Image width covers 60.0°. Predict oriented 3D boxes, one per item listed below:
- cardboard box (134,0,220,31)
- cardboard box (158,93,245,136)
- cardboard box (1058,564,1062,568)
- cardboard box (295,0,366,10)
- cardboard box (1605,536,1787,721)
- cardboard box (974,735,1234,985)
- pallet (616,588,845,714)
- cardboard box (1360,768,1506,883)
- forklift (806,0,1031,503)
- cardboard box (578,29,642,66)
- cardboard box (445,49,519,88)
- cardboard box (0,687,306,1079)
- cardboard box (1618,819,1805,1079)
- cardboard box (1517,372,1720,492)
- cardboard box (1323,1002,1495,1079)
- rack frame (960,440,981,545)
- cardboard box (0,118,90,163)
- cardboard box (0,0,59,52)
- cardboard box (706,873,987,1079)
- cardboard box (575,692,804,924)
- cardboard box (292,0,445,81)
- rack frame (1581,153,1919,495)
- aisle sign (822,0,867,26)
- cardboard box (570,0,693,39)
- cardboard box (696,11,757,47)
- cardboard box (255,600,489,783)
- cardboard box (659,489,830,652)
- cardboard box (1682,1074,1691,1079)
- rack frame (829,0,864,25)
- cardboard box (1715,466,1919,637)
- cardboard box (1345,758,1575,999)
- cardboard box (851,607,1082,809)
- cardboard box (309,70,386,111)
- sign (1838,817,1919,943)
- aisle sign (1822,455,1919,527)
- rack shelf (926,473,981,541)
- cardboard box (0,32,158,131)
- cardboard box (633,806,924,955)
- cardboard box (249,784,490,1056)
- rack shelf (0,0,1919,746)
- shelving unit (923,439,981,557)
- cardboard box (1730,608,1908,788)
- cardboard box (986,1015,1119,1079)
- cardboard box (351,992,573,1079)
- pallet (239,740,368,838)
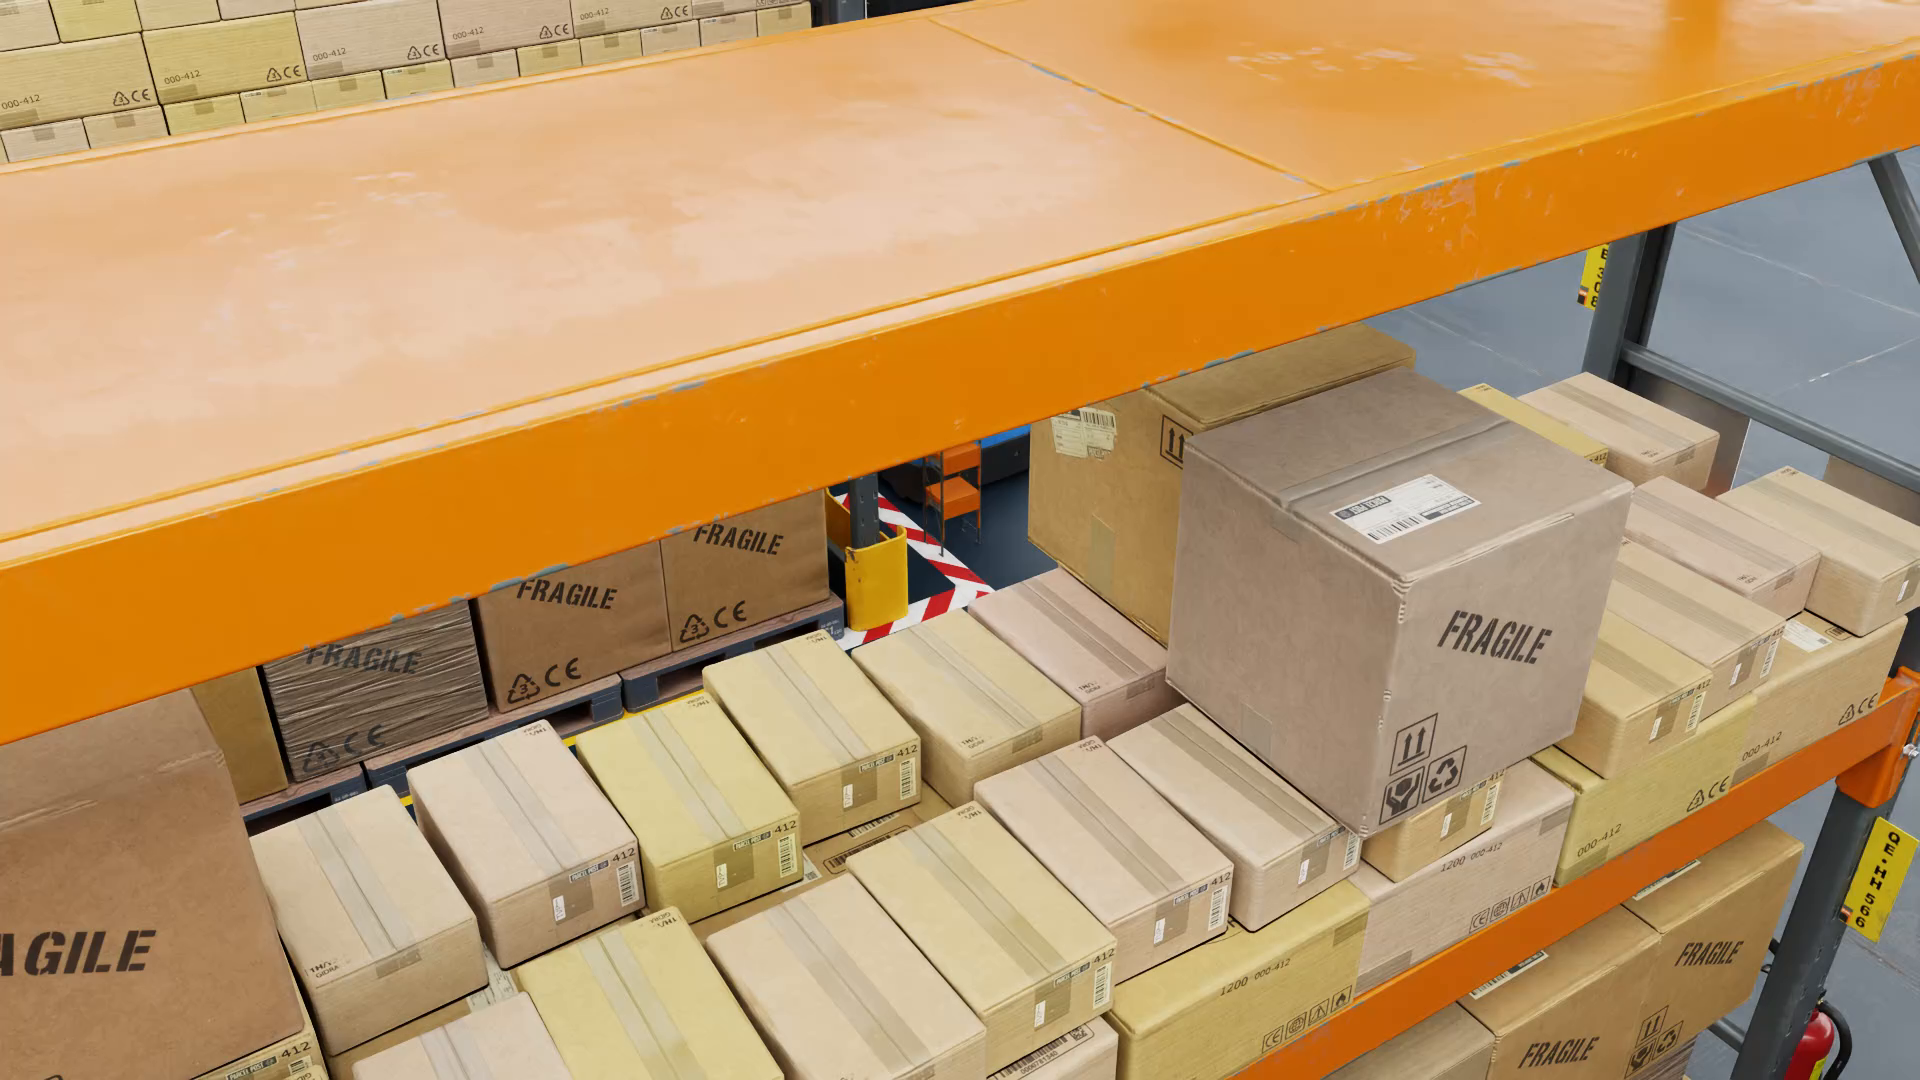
[{"bbox_3d":[-2.745,-1.895,5.754,0.250,0.149,0.380,-19,37,-27],"label":"cardboard box"},{"bbox_3d":[-2.747,-1.557,5.966,0.250,0.149,0.380,-20,37,-28],"label":"cardboard box"},{"bbox_3d":[0.405,0.133,3.305,0.250,0.149,0.380,-21,38,-29],"label":"cardboard box"},{"bbox_3d":[-2.323,-2.039,5.982,0.250,0.149,0.380,-19,37,-27],"label":"cardboard box"},{"bbox_3d":[1.356,0.167,3.251,0.250,0.149,0.380,-21,38,-29],"label":"cardboard box"},{"bbox_3d":[0.225,0.513,2.702,0.250,0.149,0.380,-18,36,-26],"label":"cardboard box"},{"bbox_3d":[-1.359,0.362,8.600,1.213,0.211,1.003,-19,37,-27],"label":"pallet"},{"bbox_3d":[0.711,0.389,2.899,0.250,0.149,0.380,-21,38,-30],"label":"cardboard box"},{"bbox_3d":[-0.667,-2.185,10.089,1.130,2.935,3.031,-21,38,-29],"label":"forklift"},{"bbox_3d":[-1.466,-1.998,6.664,0.250,0.149,0.380,-19,37,-27],"label":"cardboard box"},{"bbox_3d":[-1.893,-1.851,6.431,0.250,0.149,0.380,-19,37,-27],"label":"cardboard box"},{"bbox_3d":[-1.249,0.434,2.220,0.500,0.500,0.500,-20,37,-29],"label":"cardboard box"},{"bbox_3d":[1.545,0.849,3.905,0.500,0.500,0.500,-19,37,-27],"label":"cardboard box"},{"bbox_3d":[1.516,-0.228,3.877,0.250,0.149,0.380,-19,37,-28],"label":"cardboard box"},{"bbox_3d":[0.706,1.139,3.444,0.500,0.500,0.500,-19,37,-27],"label":"cardboard box"},{"bbox_3d":[0.058,-0.464,9.123,0.008,1.050,0.200,-19,37,-27],"label":"rack frame"},{"bbox_3d":[-3.174,-1.410,5.731,0.250,0.149,0.380,-19,37,-27],"label":"cardboard box"},{"bbox_3d":[-3.175,-1.747,5.519,0.250,0.149,0.380,-19,37,-28],"label":"cardboard box"},{"bbox_3d":[-0.168,0.692,2.418,0.250,0.149,0.380,-20,37,-28],"label":"cardboard box"},{"bbox_3d":[-0.459,0.448,2.805,0.250,0.149,0.380,-18,36,-26],"label":"cardboard box"},{"bbox_3d":[-2.257,-1.933,6.188,0.500,0.250,0.500,-19,37,-27],"label":"cardboard box"},{"bbox_3d":[1.873,-1.367,3.105,0.127,3.000,1.000,-19,37,-27],"label":"rack frame"},{"bbox_3d":[-0.507,-2.069,7.403,0.004,0.787,0.394,-19,37,-27],"label":"aisle sign"},{"bbox_3d":[-1.410,-2.223,6.648,0.500,0.250,0.500,-19,37,-27],"label":"cardboard box"},{"bbox_3d":[-1.037,-2.145,6.898,0.250,0.149,0.380,-19,37,-27],"label":"cardboard box"},{"bbox_3d":[-2.769,0.381,7.554,0.875,0.875,0.875,-19,37,-27],"label":"cardboard box"},{"bbox_3d":[-1.263,-0.137,8.375,0.875,0.875,0.875,-19,37,-27],"label":"cardboard box"},{"bbox_3d":[1.745,1.451,4.495,0.250,0.149,0.380,-19,37,-27],"label":"cardboard box"},{"bbox_3d":[-0.729,-3.621,6.677,0.127,3.000,1.000,-19,37,-27],"label":"rack frame"},{"bbox_3d":[1.809,0.016,3.490,0.250,0.149,0.380,-19,37,-27],"label":"cardboard box"},{"bbox_3d":[0.752,0.508,3.084,0.500,0.250,0.500,-18,36,-26],"label":"cardboard box"},{"bbox_3d":[0.007,0.307,3.029,0.250,0.149,0.380,-20,38,-29],"label":"cardboard box"},{"bbox_3d":[-2.323,-1.702,6.195,0.250,0.149,0.380,-18,37,-27],"label":"cardboard box"},{"bbox_3d":[2.157,0.801,3.909,0.005,0.325,0.100,-19,37,-27],"label":"sign"},{"bbox_3d":[2.088,0.187,3.827,0.004,0.787,0.394,-19,37,-27],"label":"aisle sign"},{"bbox_3d":[-0.045,-0.185,9.221,0.240,0.259,0.215,-19,37,-27],"label":"rack shelf"},{"bbox_3d":[-3.105,-1.641,5.724,0.500,0.250,0.500,-19,37,-28],"label":"cardboard box"},{"bbox_3d":[-0.377,0.576,2.976,0.500,0.250,0.500,-19,37,-28],"label":"cardboard box"},{"bbox_3d":[-0.934,0.581,2.594,0.250,0.149,0.380,-21,38,-30],"label":"cardboard box"},{"bbox_3d":[0.192,-0.484,2.381,4.000,0.370,1.077,-19,37,-27],"label":"rack shelf"},{"bbox_3d":[-0.045,-0.429,9.067,0.252,1.050,0.215,-19,37,-27],"label":"shelving unit"},{"bbox_3d":[1.605,0.218,3.544,0.500,0.250,0.500,-18,36,-26],"label":"cardboard box"},{"bbox_3d":[-0.107,0.812,2.603,0.500,0.250,0.500,-21,38,-29],"label":"cardboard box"},{"bbox_3d":[-0.622,0.820,2.216,0.250,0.149,0.380,-19,37,-27],"label":"cardboard box"},{"bbox_3d":[-3.410,1.067,7.482,1.213,0.211,1.003,-19,37,-27],"label":"pallet"}]
